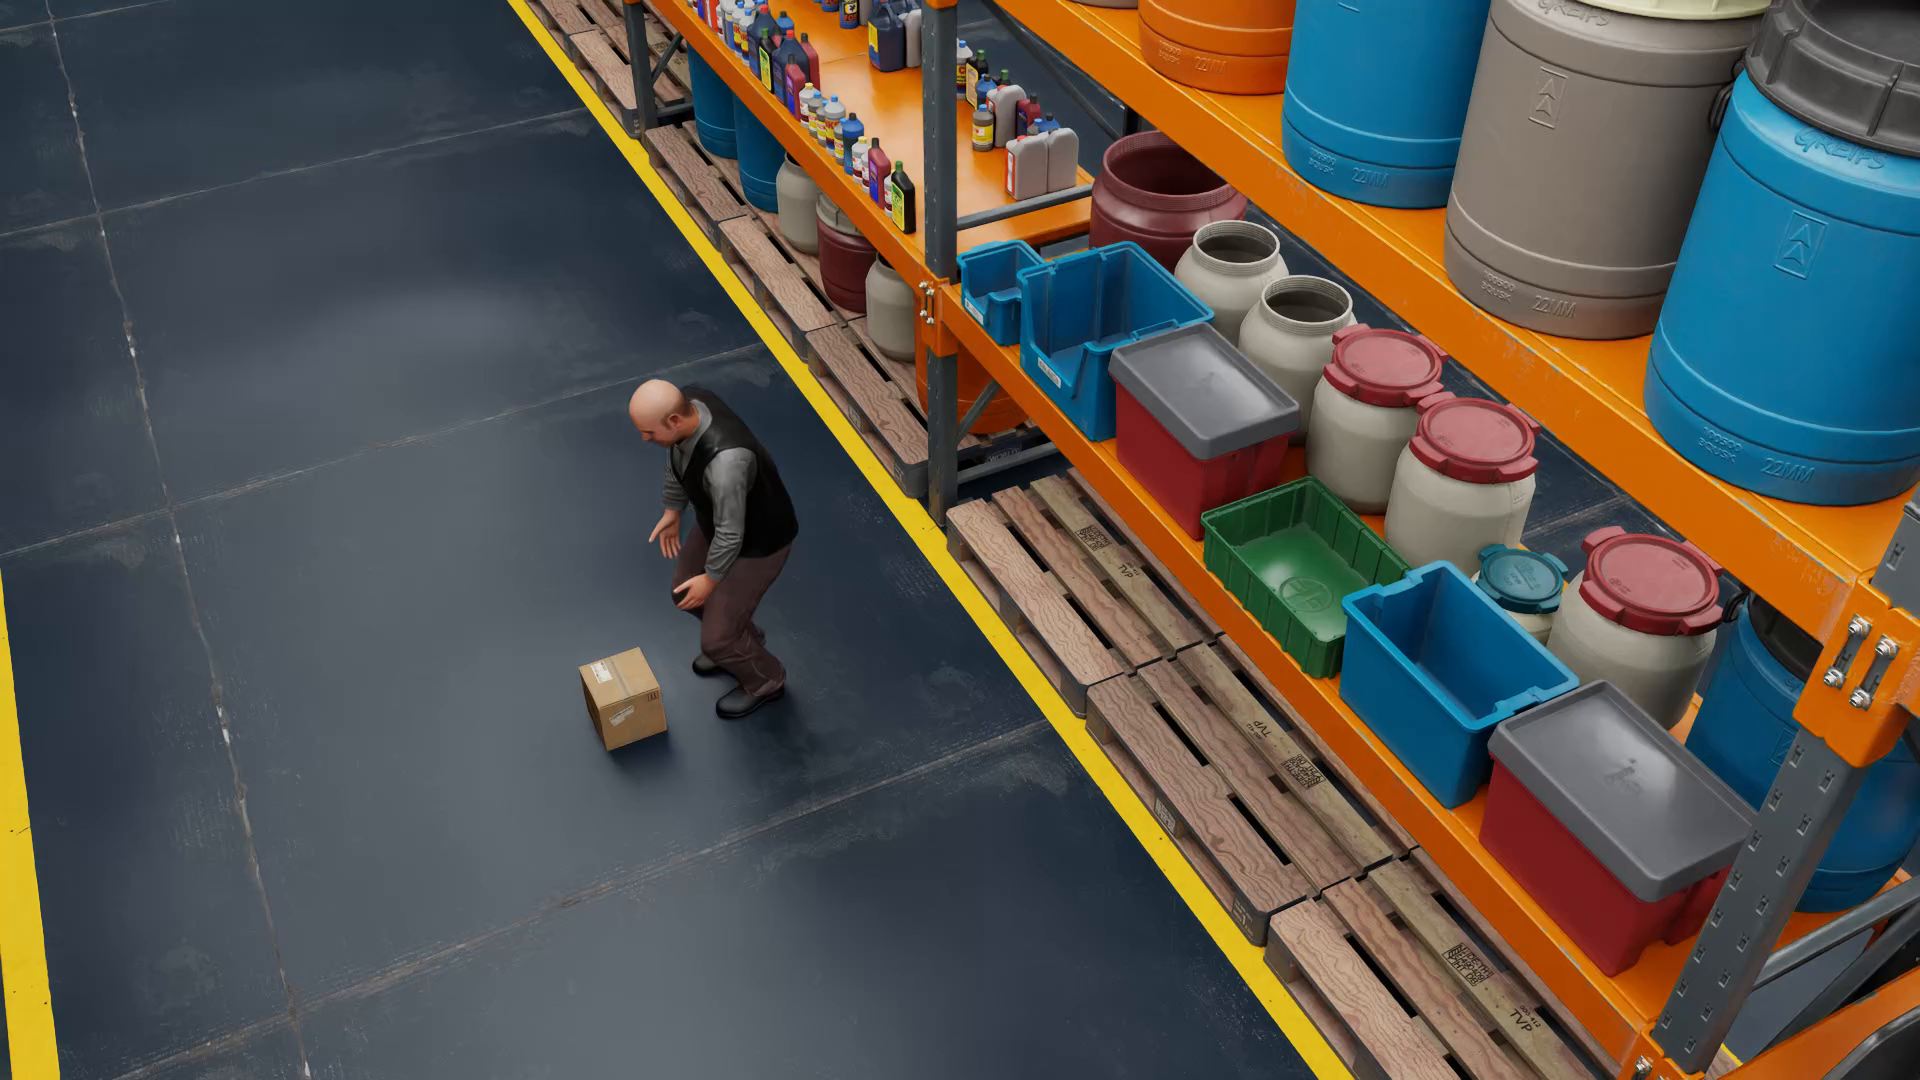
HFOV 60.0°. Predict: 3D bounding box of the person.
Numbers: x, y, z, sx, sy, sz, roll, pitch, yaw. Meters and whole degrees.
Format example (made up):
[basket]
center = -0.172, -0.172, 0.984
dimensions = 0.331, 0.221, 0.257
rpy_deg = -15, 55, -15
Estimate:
[person]
center = -0.892, 0.006, 6.285
dimensions = 0.555, 1.581, 0.581
rpy_deg = -18, 44, -20
